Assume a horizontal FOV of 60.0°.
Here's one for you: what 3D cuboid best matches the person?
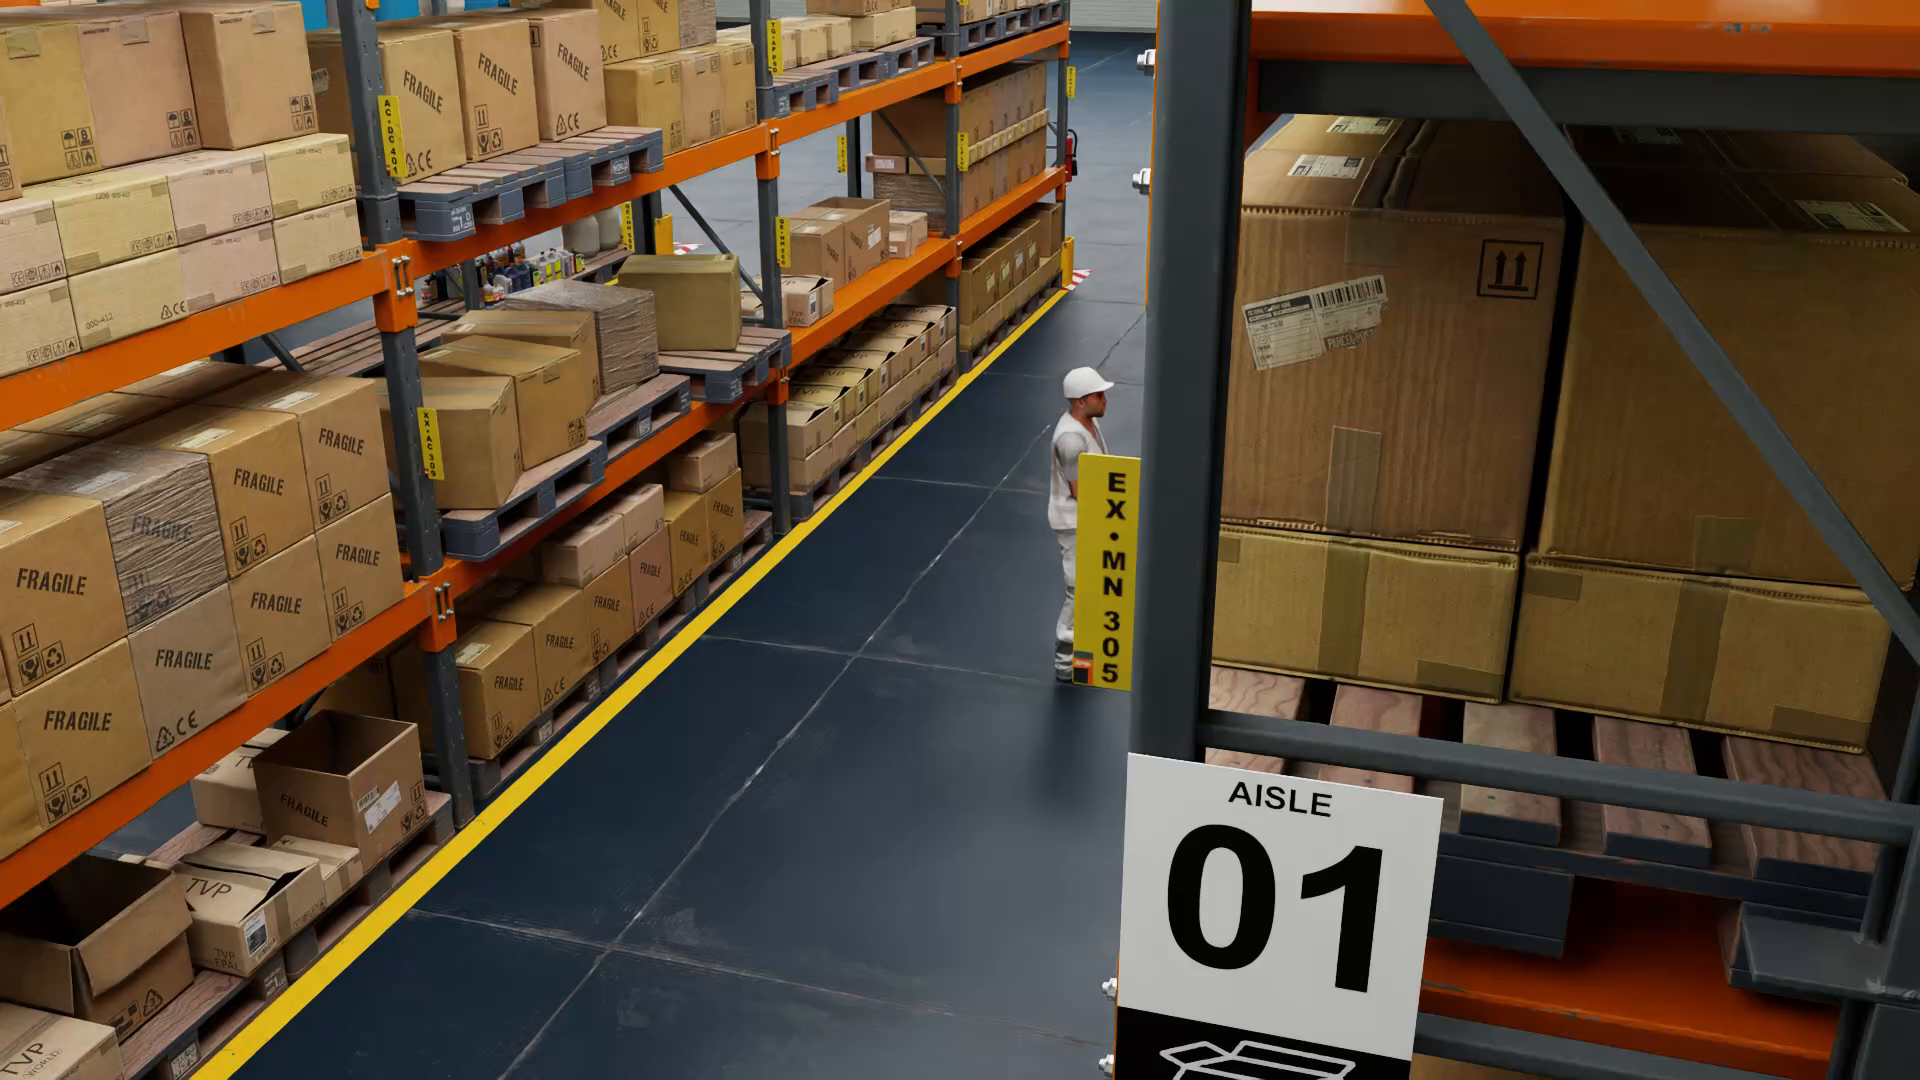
[{"bbox_3d":[0.758,-0.084,9.259,0.519,1.794,0.526,6,23,15],"label":"person"}]
